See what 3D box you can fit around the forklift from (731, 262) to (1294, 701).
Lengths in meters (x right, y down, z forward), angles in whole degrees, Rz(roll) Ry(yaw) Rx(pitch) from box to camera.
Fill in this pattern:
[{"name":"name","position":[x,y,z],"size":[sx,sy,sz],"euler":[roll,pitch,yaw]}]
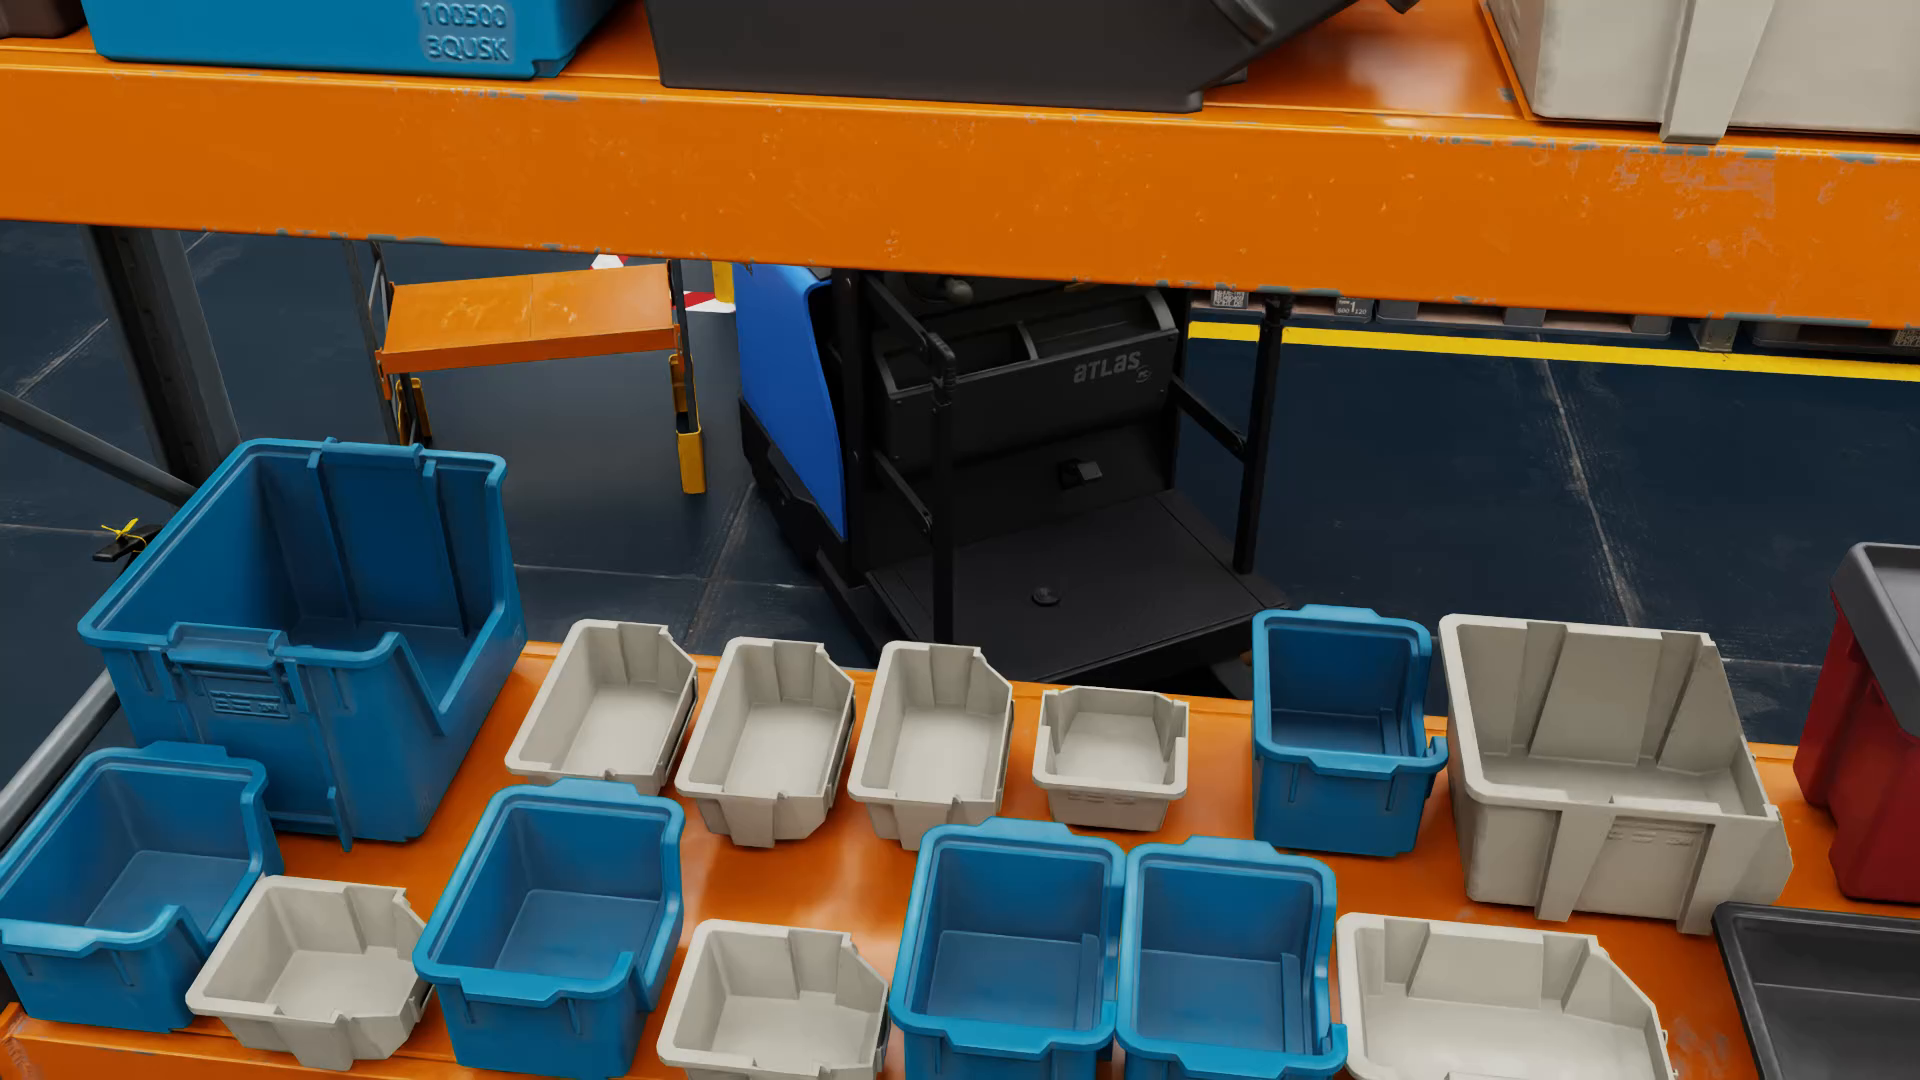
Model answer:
[{"name":"forklift","position":[0.289,-0.829,4.388],"size":[1.130,2.935,3.031],"euler":[-15,38,-20]}]

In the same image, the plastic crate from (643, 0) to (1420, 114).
[{"name":"plastic crate","position":[0.045,-0.643,1.540],"size":[0.767,0.338,0.504],"euler":[4,36,6]}]

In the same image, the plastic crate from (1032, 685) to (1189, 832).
[{"name":"plastic crate","position":[0.257,0.368,2.828],"size":[0.250,0.136,0.298],"euler":[4,36,6]}]

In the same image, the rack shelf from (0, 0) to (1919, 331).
[{"name":"rack shelf","position":[0.548,-0.499,1.904],"size":[4.000,0.370,1.077],"euler":[4,36,6]}]

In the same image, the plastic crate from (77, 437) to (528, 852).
[{"name":"plastic crate","position":[-1.080,0.160,2.862],"size":[0.499,0.435,0.616],"euler":[4,36,6]}]

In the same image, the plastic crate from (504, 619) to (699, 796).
[{"name":"plastic crate","position":[-0.604,0.320,2.894],"size":[0.243,0.136,0.396],"euler":[4,36,6]}]

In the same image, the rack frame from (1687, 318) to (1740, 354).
[{"name":"rack frame","position":[3.163,-2.276,6.357],"size":[0.127,3.000,1.000],"euler":[4,36,6]}]

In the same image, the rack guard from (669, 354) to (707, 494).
[{"name":"rack guard","position":[-1.007,-0.437,6.147],"size":[0.087,0.250,0.587],"euler":[-6,36,-9]}]

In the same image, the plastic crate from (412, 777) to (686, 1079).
[{"name":"plastic crate","position":[-0.580,0.582,2.445],"size":[0.300,0.233,0.416],"euler":[4,36,6]}]

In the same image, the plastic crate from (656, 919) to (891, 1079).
[{"name":"plastic crate","position":[-0.252,0.694,2.371],"size":[0.298,0.136,0.250],"euler":[4,36,6]}]

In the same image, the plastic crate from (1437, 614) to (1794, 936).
[{"name":"plastic crate","position":[1.041,0.382,2.683],"size":[0.530,0.282,0.437],"euler":[4,36,6]}]

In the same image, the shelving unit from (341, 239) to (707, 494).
[{"name":"shelving unit","position":[-1.496,-0.891,5.708],"size":[1.083,1.500,0.587],"euler":[-6,36,-9]}]

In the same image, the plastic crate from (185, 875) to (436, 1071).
[{"name":"plastic crate","position":[-0.925,0.644,2.441],"size":[0.298,0.136,0.250],"euler":[4,36,6]}]

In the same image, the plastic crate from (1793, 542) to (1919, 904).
[{"name":"plastic crate","position":[1.678,0.316,2.618],"size":[0.583,0.464,0.402],"euler":[4,36,6]}]

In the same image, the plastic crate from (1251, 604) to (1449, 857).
[{"name":"plastic crate","position":[0.634,0.329,2.799],"size":[0.300,0.233,0.416],"euler":[4,36,6]}]

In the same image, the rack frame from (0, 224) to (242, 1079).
[{"name":"rack frame","position":[-1.436,0.282,2.773],"size":[0.127,3.000,1.000],"euler":[4,36,6]}]

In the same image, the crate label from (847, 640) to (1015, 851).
[{"name":"crate label","position":[-0.039,0.357,2.843],"size":[0.243,0.136,0.396],"euler":[4,36,6]}]

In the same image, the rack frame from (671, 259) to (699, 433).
[{"name":"rack frame","position":[-0.988,-0.948,5.787],"size":[0.032,1.500,0.500],"euler":[-6,36,-9]}]

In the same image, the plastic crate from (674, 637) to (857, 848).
[{"name":"plastic crate","position":[-0.318,0.350,2.852],"size":[0.243,0.136,0.396],"euler":[4,36,6]}]

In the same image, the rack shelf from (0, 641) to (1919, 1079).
[{"name":"rack shelf","position":[0.548,0.722,2.775],"size":[4.000,0.370,1.077],"euler":[4,36,6]}]

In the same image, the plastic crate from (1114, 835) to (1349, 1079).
[{"name":"plastic crate","position":[0.371,0.653,2.346],"size":[0.300,0.233,0.416],"euler":[4,36,6]}]

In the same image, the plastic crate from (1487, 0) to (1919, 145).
[{"name":"plastic crate","position":[0.723,-0.549,1.457],"size":[0.530,0.282,0.437],"euler":[4,36,6]}]

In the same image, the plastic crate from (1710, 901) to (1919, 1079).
[{"name":"plastic crate","position":[1.387,0.737,2.320],"size":[0.590,0.125,0.437],"euler":[4,36,6]}]

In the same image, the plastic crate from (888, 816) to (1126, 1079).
[{"name":"plastic crate","position":[0.073,0.631,2.377],"size":[0.300,0.233,0.416],"euler":[4,36,6]}]

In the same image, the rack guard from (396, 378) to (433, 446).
[{"name":"rack guard","position":[-1.985,-0.328,5.995],"size":[0.087,0.250,0.587],"euler":[-6,36,-9]}]

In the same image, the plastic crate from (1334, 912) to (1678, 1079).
[{"name":"plastic crate","position":[0.766,0.705,2.356],"size":[0.466,0.136,0.293],"euler":[4,36,6]}]

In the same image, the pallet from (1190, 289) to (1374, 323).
[{"name":"pallet","position":[1.205,-1.331,7.434],"size":[1.213,0.211,1.003],"euler":[4,36,6]}]

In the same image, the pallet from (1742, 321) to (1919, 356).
[{"name":"pallet","position":[3.938,-1.128,7.148],"size":[1.213,0.211,1.003],"euler":[4,36,6]}]

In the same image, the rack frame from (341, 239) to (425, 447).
[{"name":"rack frame","position":[-1.987,-0.837,5.632],"size":[0.032,1.500,0.500],"euler":[-6,36,-9]}]

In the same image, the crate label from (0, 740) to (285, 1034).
[{"name":"crate label","position":[-1.233,0.533,2.513],"size":[0.303,0.233,0.416],"euler":[4,36,6]}]

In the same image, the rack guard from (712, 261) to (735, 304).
[{"name":"rack guard","position":[-0.829,-1.557,7.501],"size":[0.348,0.500,1.175],"euler":[4,36,6]}]

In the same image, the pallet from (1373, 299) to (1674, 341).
[{"name":"pallet","position":[2.418,-1.243,7.309],"size":[1.213,0.211,1.003],"euler":[4,36,6]}]

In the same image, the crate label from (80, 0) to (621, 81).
[{"name":"crate label","position":[-0.562,-0.624,1.589],"size":[0.502,0.251,0.408],"euler":[4,36,6]}]

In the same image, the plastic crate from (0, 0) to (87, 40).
[{"name":"plastic crate","position":[-1.089,-0.697,1.675],"size":[0.590,0.269,0.497],"euler":[4,36,6]}]

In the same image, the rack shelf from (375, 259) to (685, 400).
[{"name":"rack shelf","position":[-1.487,-0.746,5.814],"size":[1.000,0.185,0.538],"euler":[-6,36,-9]}]

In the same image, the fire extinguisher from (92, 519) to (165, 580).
[{"name":"fire extinguisher","position":[-1.527,0.192,3.287],"size":[0.183,0.674,0.296],"euler":[4,36,6]}]
